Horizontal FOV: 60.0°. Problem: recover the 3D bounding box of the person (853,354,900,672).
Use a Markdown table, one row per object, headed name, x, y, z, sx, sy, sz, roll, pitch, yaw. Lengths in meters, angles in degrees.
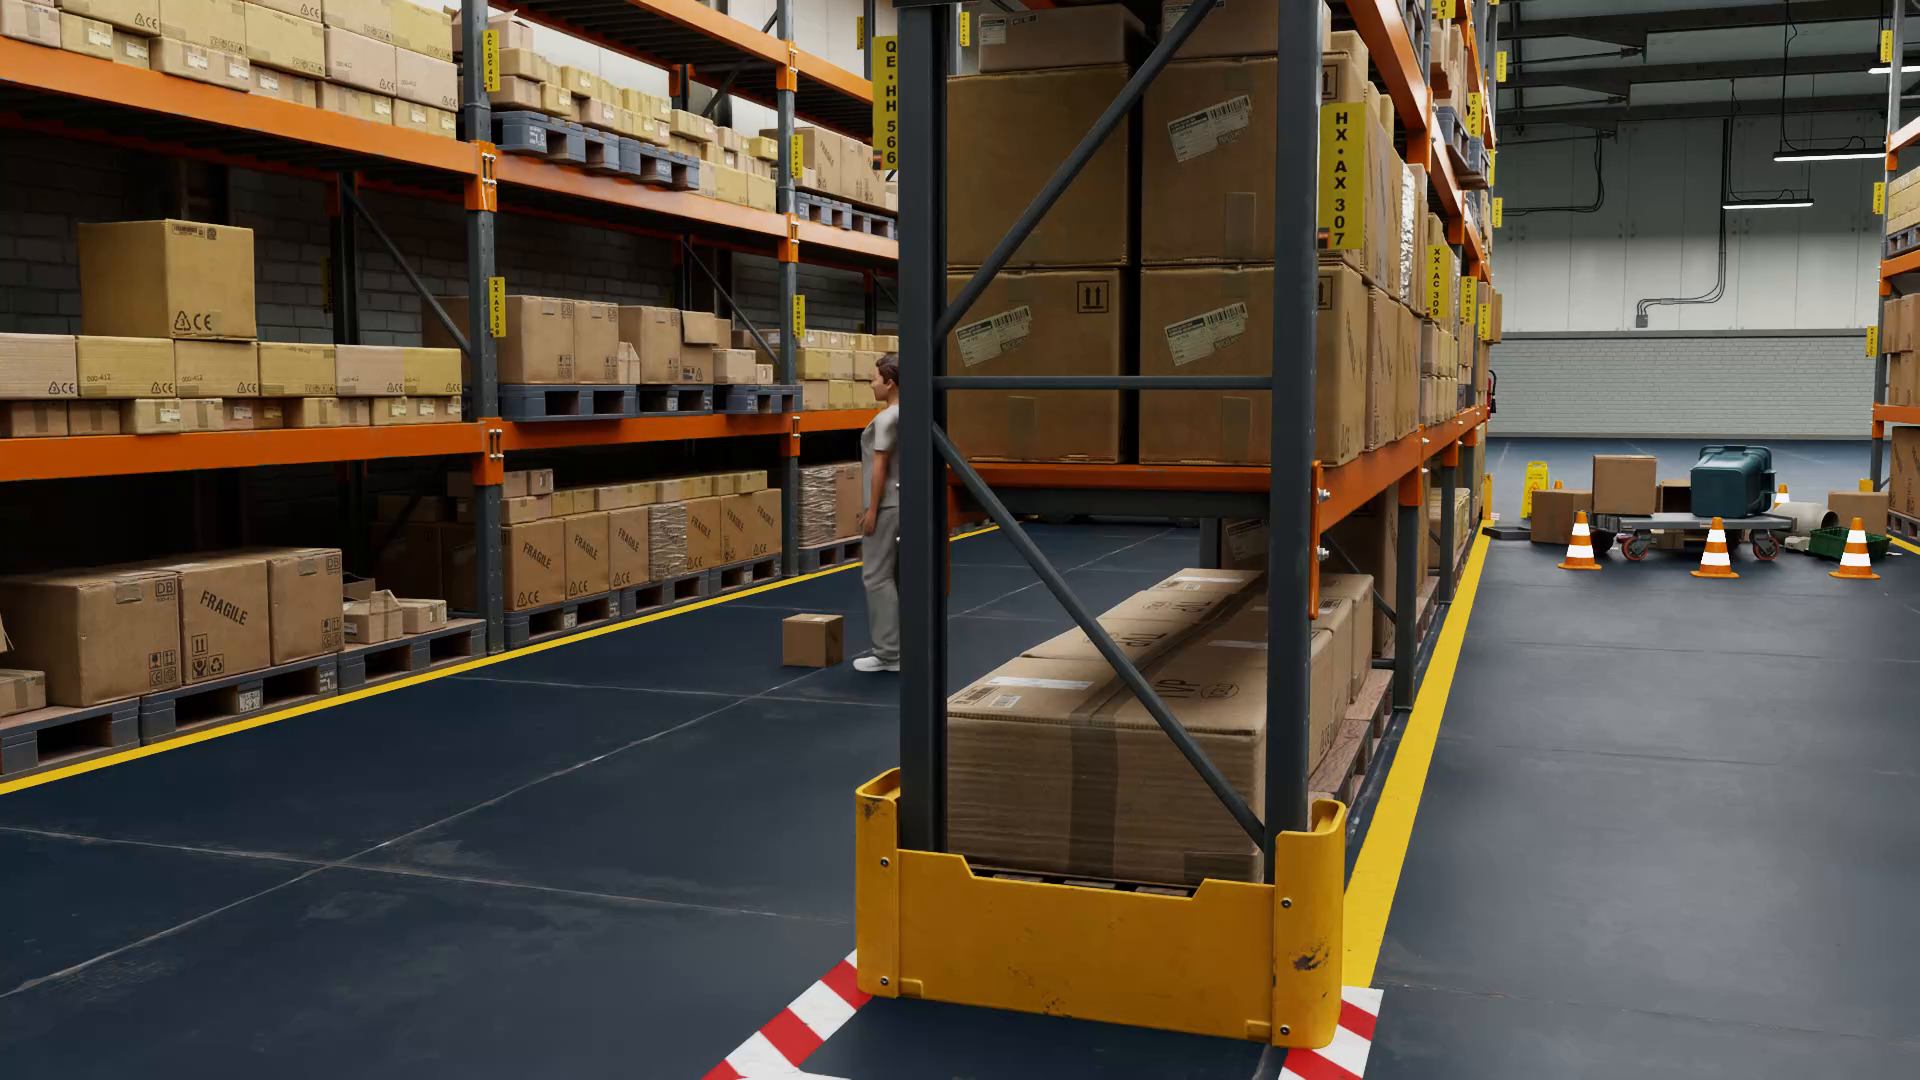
| name | x | y | z | sx | sy | sz | roll | pitch | yaw |
| --- | --- | --- | --- | --- | --- | --- | --- | --- | --- |
| person | -0.359 | -0.141 | 8.805 | 0.369 | 1.674 | 0.439 | 2 | 6 | 20 |
